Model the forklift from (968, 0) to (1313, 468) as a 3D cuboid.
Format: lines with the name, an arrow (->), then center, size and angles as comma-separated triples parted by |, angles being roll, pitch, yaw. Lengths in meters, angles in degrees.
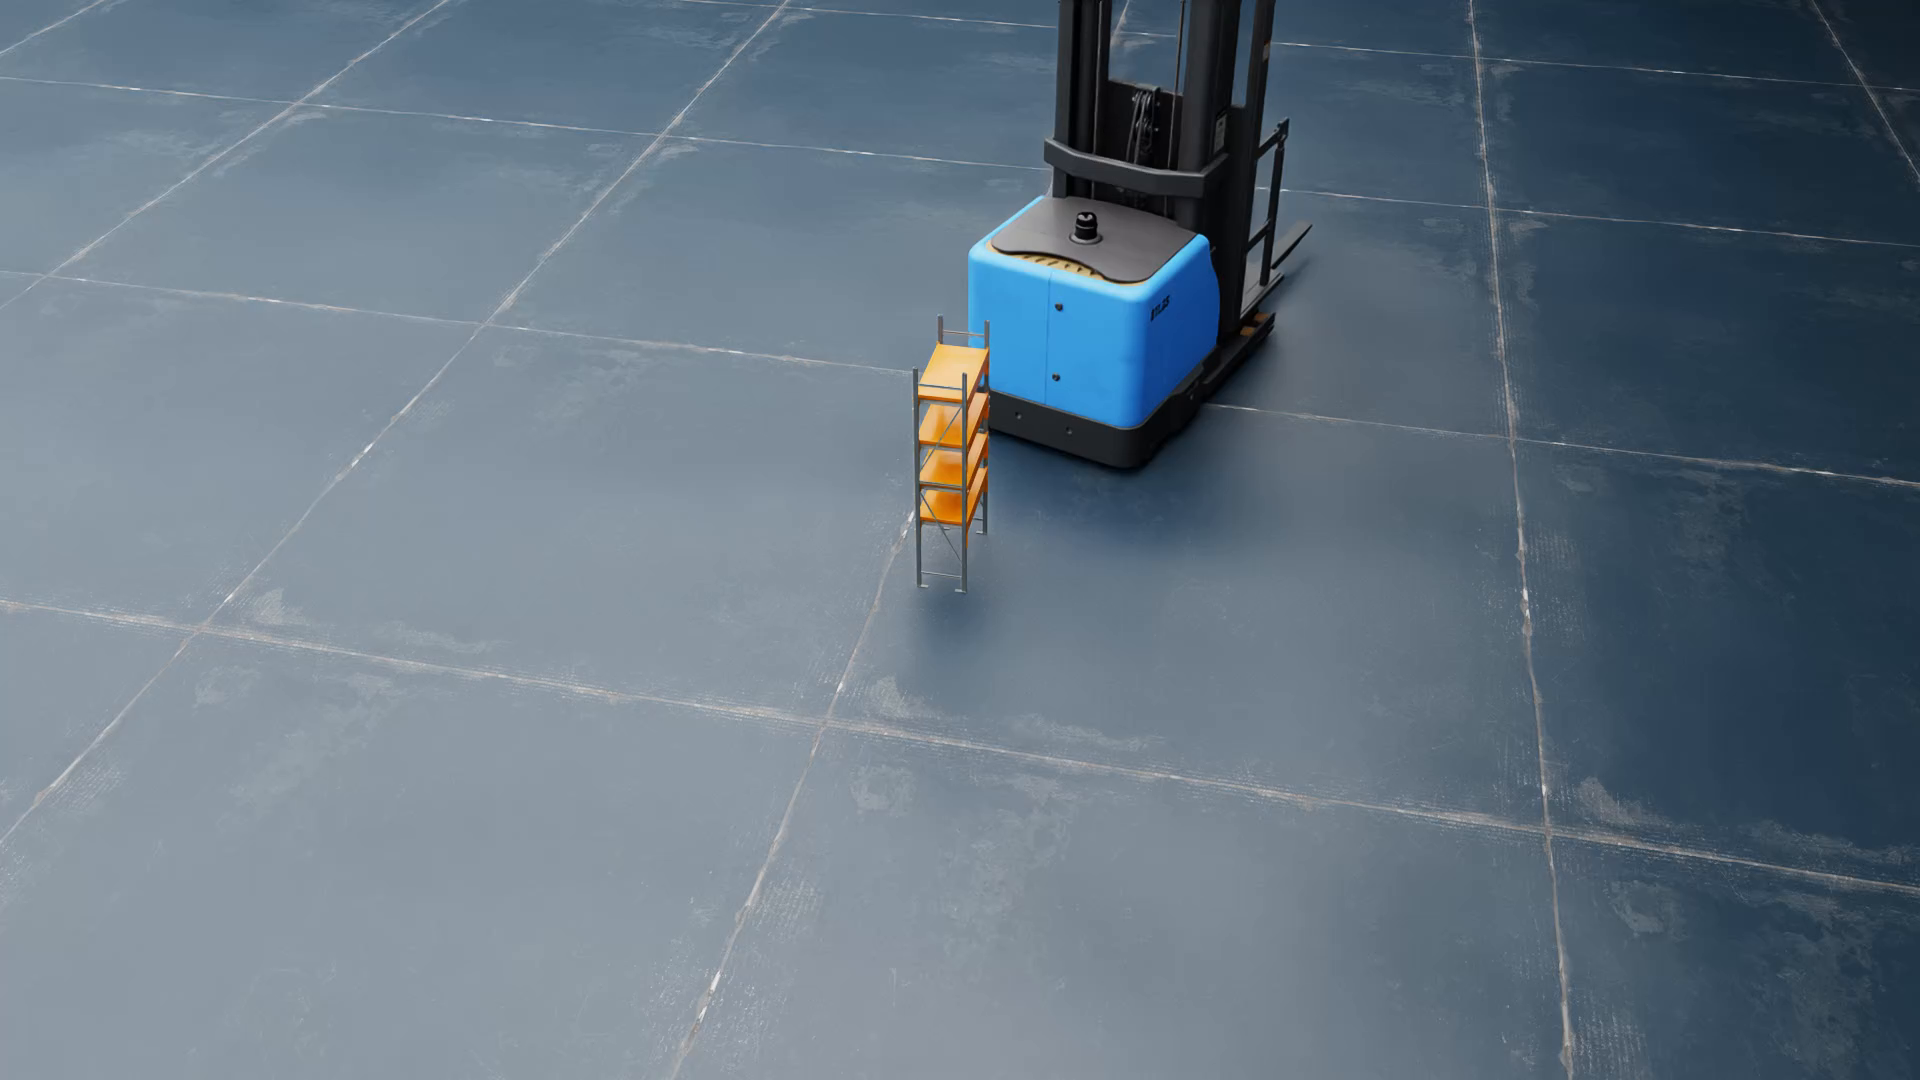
forklift -> 1.213, -2.400, 9.064 | 1.130, 2.935, 3.031 | 19, 40, 24

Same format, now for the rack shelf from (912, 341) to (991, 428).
rack shelf -> -0.035, -0.709, 7.536 | 0.258, 0.148, 0.480 | 7, 37, 10

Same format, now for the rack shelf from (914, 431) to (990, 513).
rack shelf -> -0.035, -0.336, 7.806 | 0.258, 0.148, 0.480 | 7, 37, 10

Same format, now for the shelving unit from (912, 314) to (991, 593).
shelving unit -> -0.035, -0.391, 7.767 | 0.258, 1.200, 0.503 | 7, 37, 10

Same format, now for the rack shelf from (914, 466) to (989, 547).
rack shelf -> -0.035, -0.176, 7.923 | 0.258, 0.148, 0.480 | 7, 37, 10

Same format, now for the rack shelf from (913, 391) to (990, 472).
rack shelf -> -0.035, -0.518, 7.675 | 0.258, 0.148, 0.480 | 7, 37, 10

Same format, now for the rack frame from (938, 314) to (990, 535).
rack frame -> 0.017, -0.531, 7.960 | 0.240, 1.200, 0.015 | 7, 37, 10

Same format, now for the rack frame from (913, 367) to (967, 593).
rack frame -> -0.087, -0.251, 7.574 | 0.240, 1.200, 0.015 | 7, 37, 10
